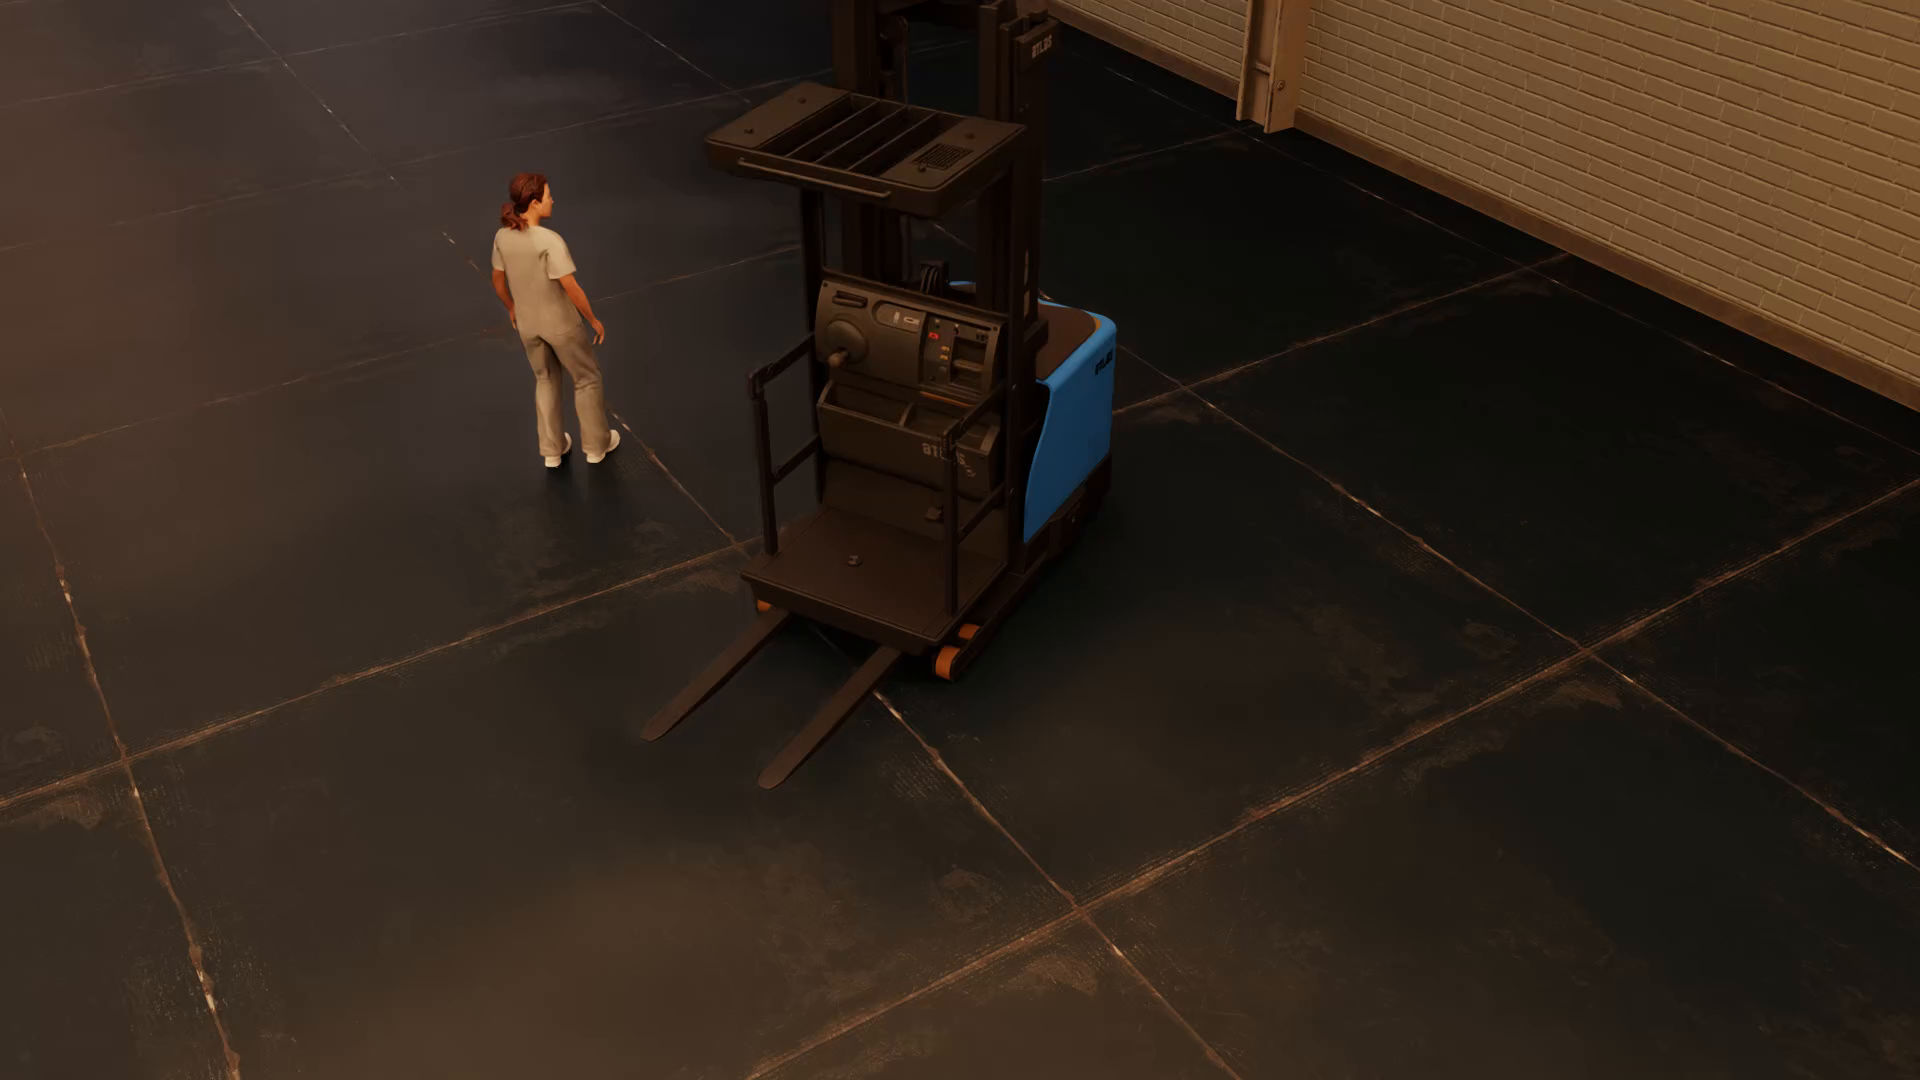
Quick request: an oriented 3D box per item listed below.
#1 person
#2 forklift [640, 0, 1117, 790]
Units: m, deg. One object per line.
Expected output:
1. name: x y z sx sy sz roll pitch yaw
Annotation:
1. person: -2.165 -1.179 8.928 0.599 1.664 0.429 12 37 16
2. forklift: -0.344 -0.842 7.346 1.130 2.935 3.031 18 39 23
